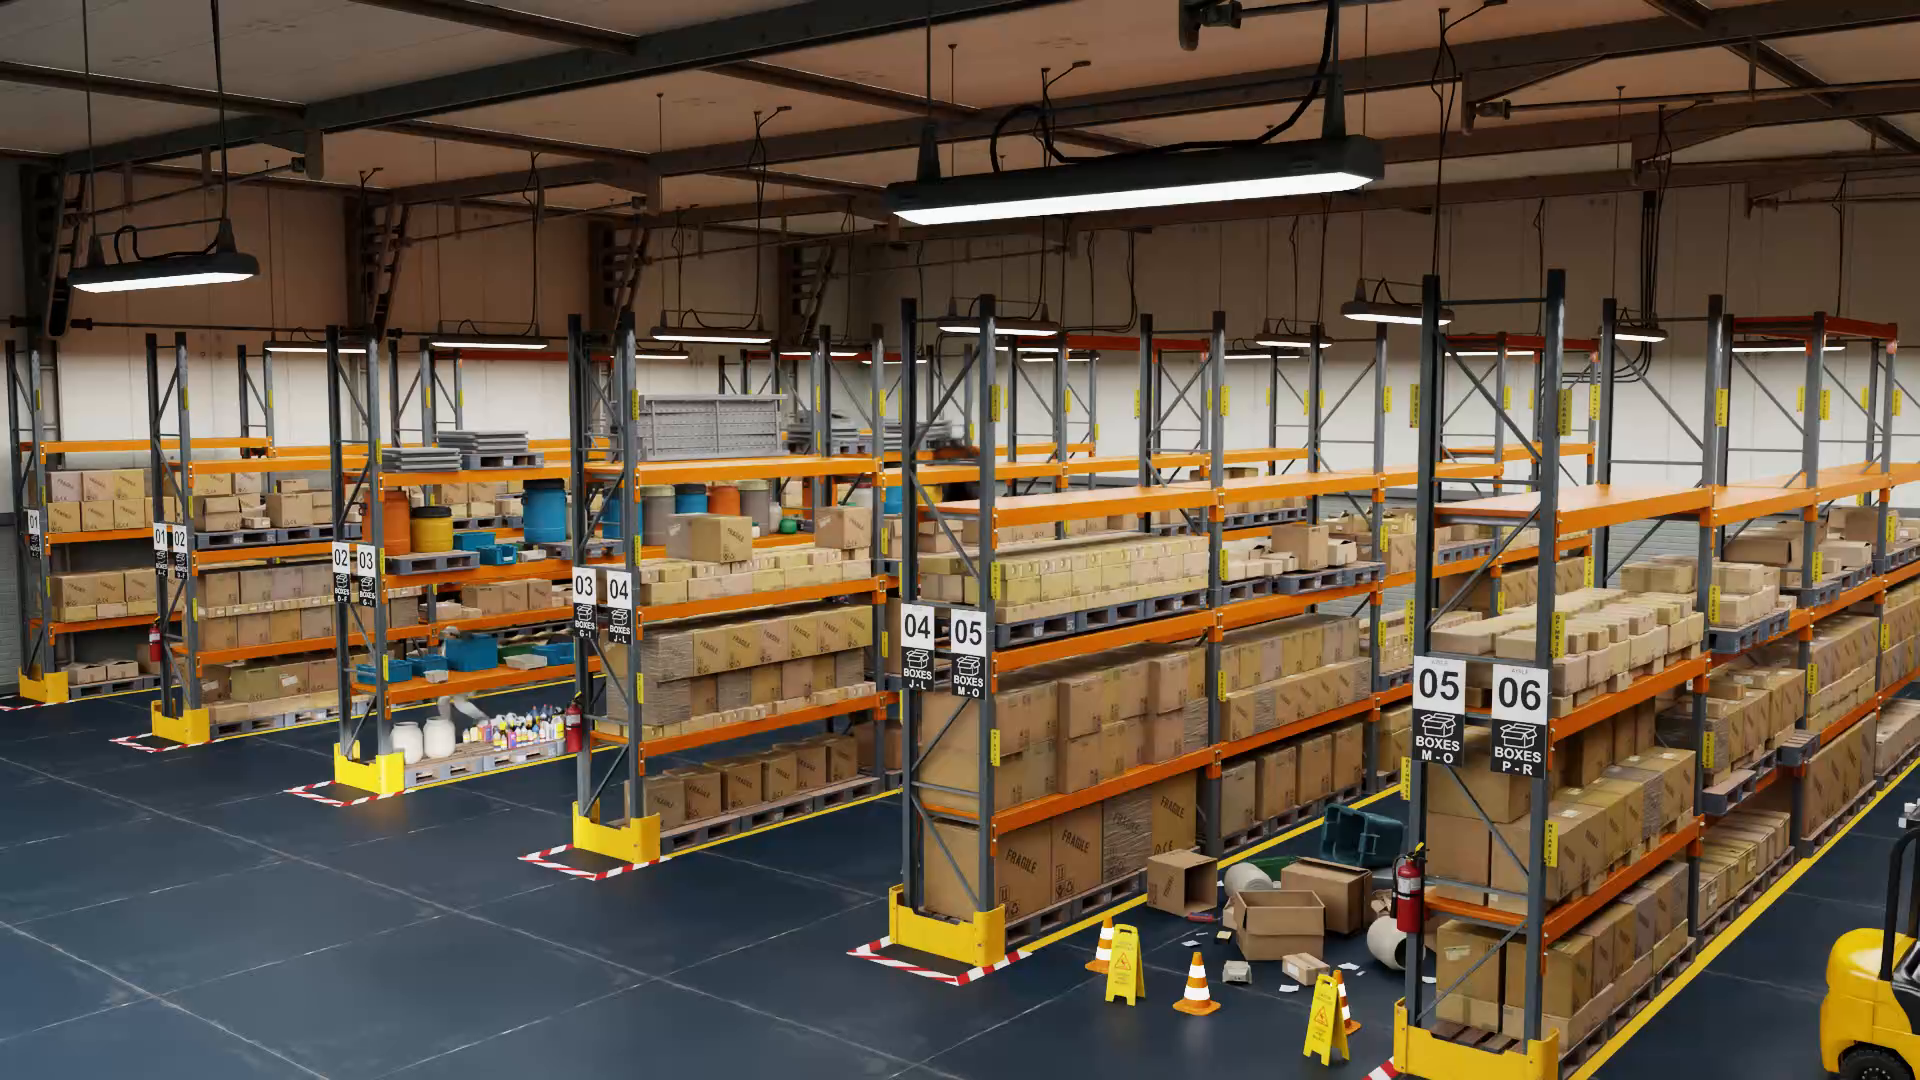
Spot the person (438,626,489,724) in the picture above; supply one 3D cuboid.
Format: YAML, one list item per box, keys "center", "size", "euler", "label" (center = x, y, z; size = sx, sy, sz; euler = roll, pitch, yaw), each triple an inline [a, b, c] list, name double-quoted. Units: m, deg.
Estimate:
- center: [-7.461, 2.115, 24.769]
  size: [0.795, 1.707, 0.583]
  euler: [-4, 6, -36]
  label: "person"

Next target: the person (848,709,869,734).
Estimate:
- center: [-1.621, 2.050, 24.860]
  size: [0.643, 1.740, 0.582]
  euler: [3, 6, 29]
  label: "person"

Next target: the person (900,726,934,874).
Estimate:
- center: [-0.403, 2.789, 18.069]
  size: [0.539, 1.561, 0.770]
  euler: [3, 6, 32]
  label: "person"
